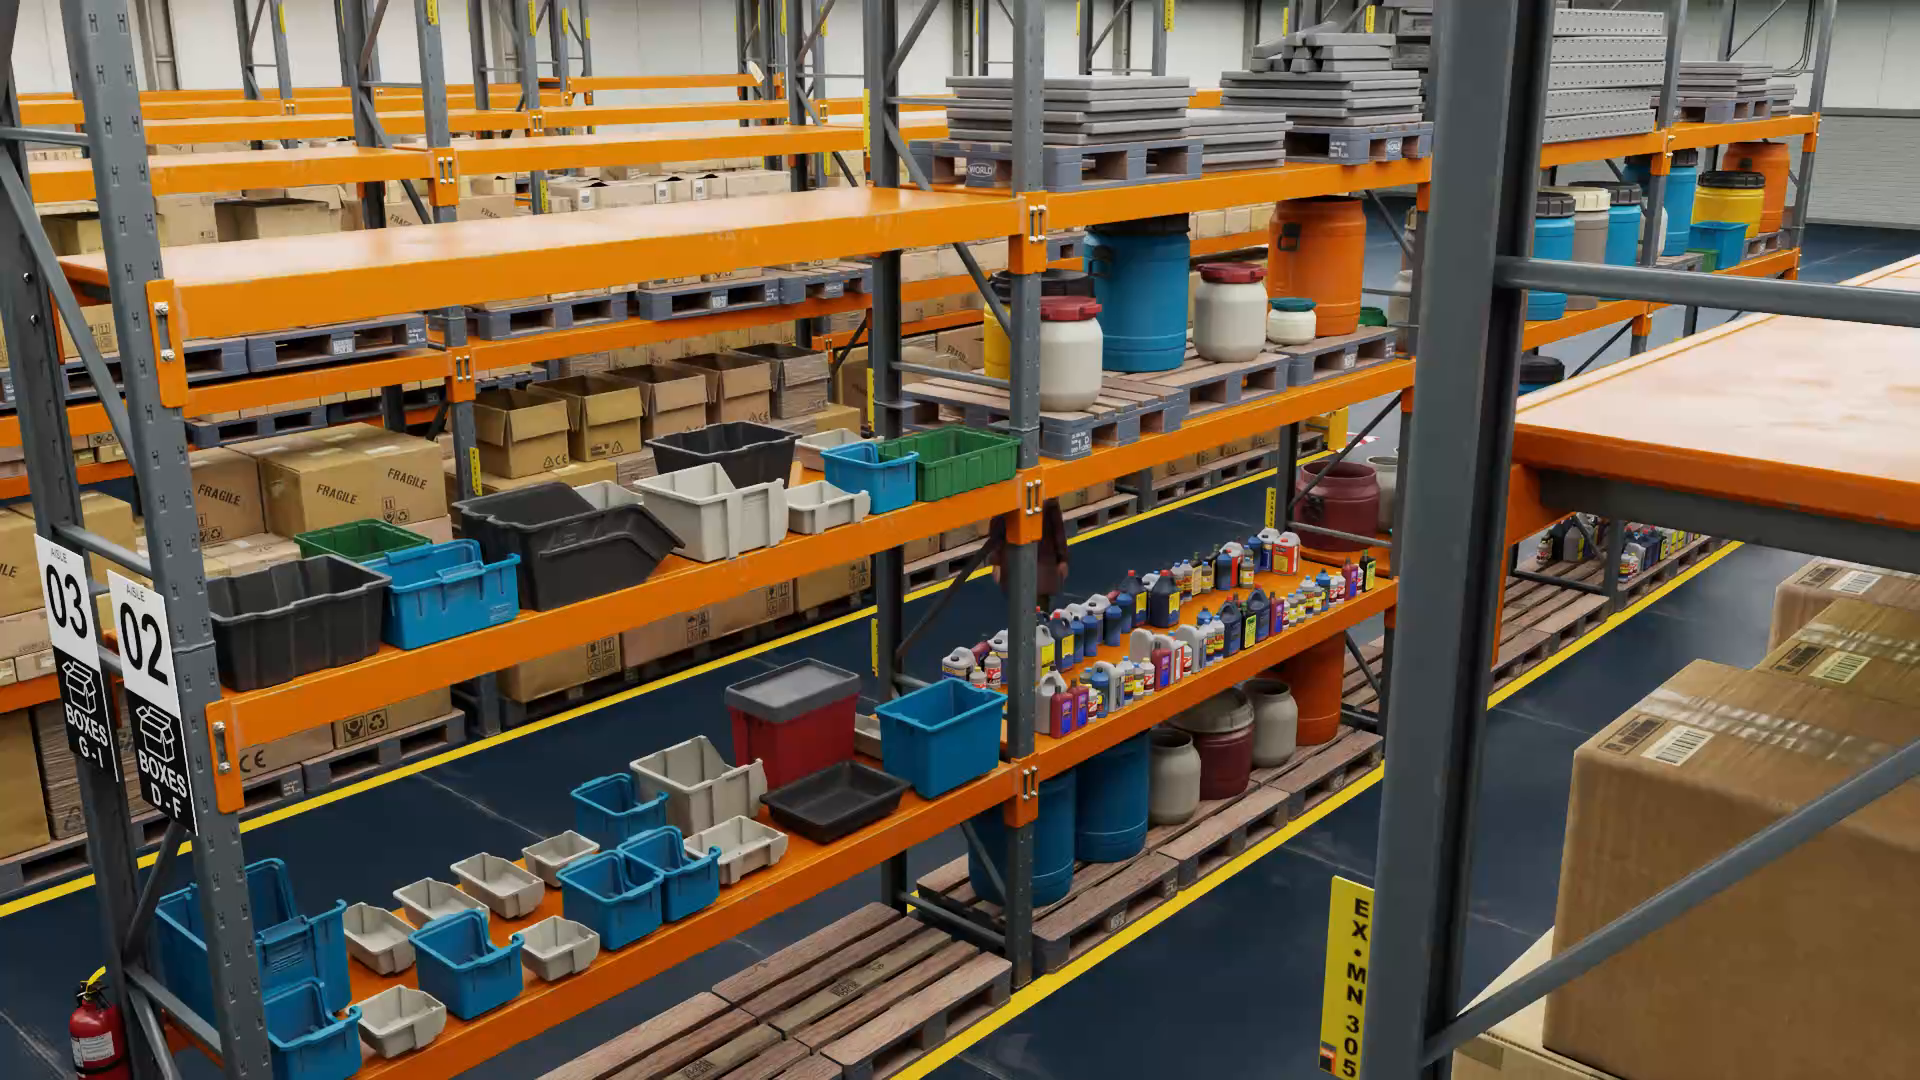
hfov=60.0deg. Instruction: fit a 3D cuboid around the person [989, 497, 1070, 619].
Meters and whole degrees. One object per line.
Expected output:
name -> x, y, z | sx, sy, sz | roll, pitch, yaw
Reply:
person -> 0.520, 0.199, 12.840 | 0.621, 1.768, 0.512 | 6, 18, 19
